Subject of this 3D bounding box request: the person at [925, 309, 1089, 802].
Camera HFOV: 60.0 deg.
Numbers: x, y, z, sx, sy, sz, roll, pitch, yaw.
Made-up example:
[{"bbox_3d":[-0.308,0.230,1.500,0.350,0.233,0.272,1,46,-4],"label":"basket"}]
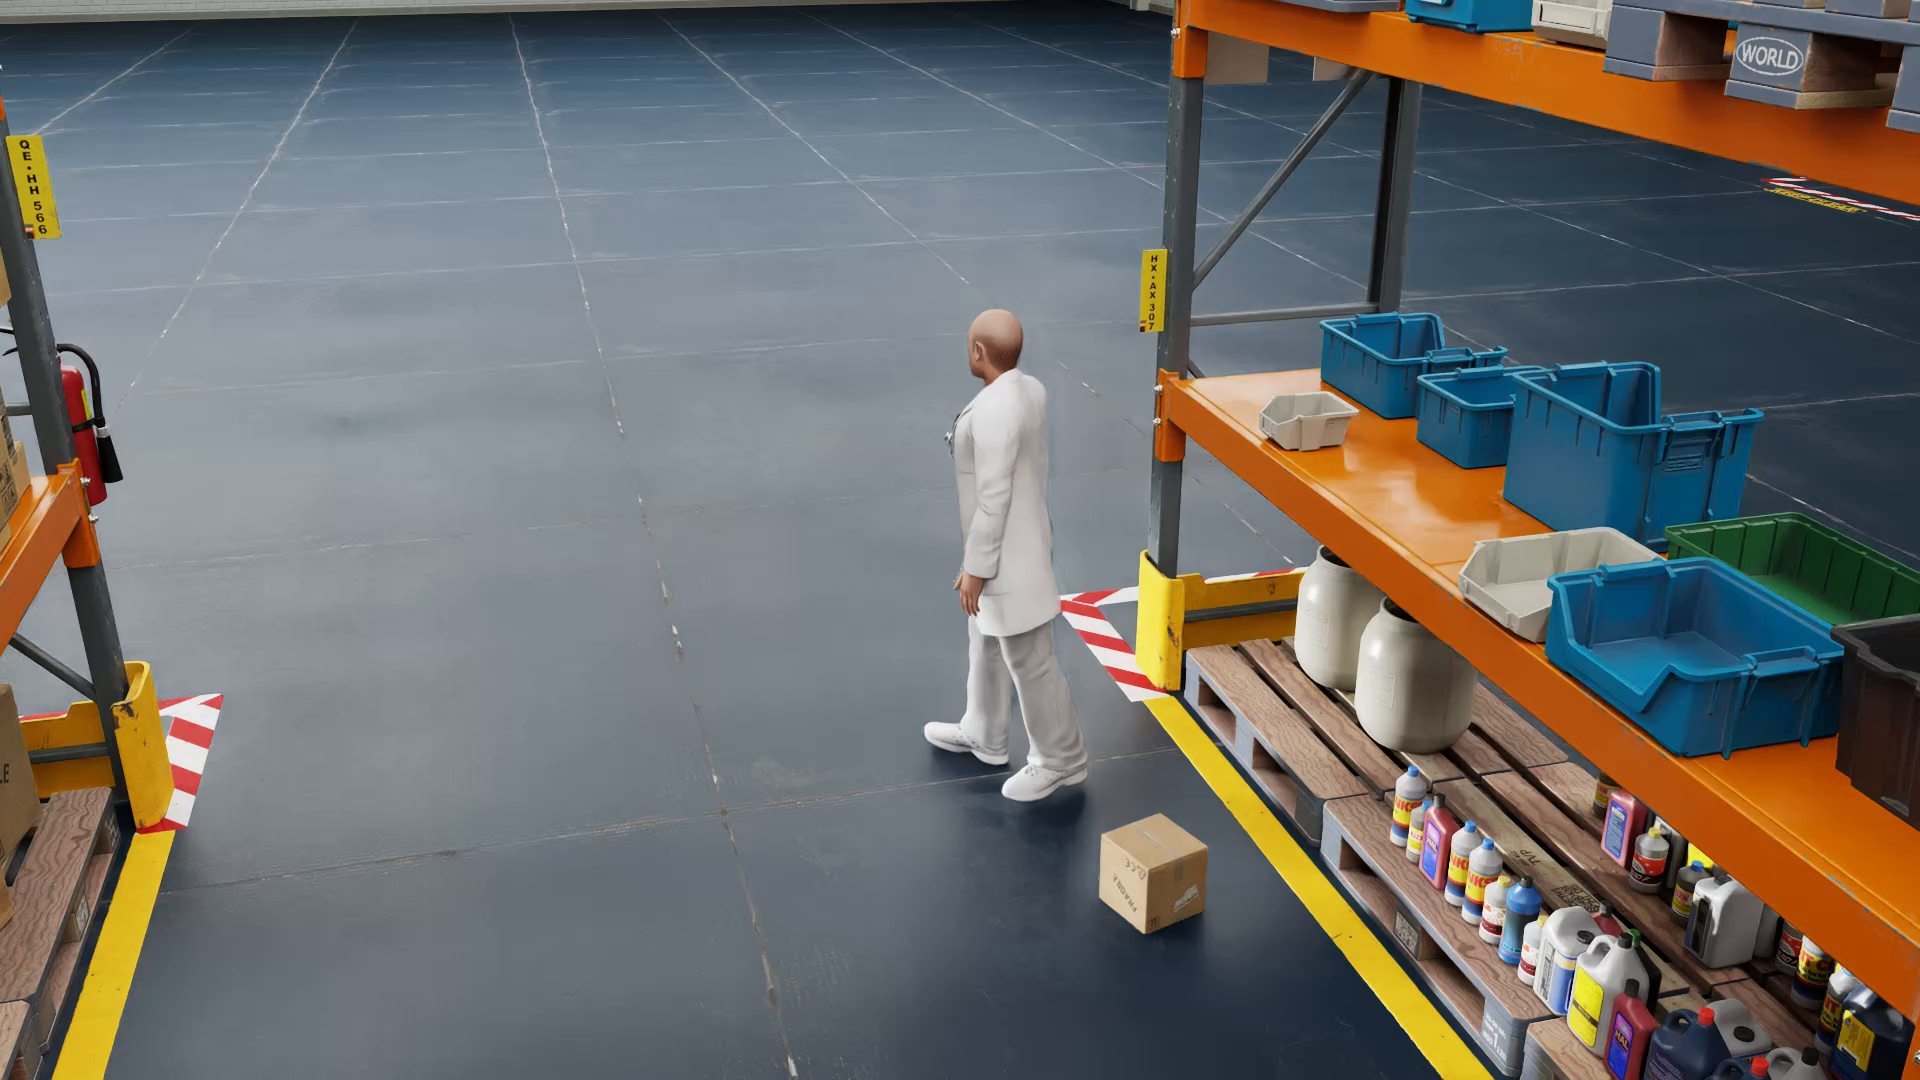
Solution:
[{"bbox_3d":[0.164,0.049,5.990,0.676,1.778,0.612,4,23,10],"label":"person"}]
